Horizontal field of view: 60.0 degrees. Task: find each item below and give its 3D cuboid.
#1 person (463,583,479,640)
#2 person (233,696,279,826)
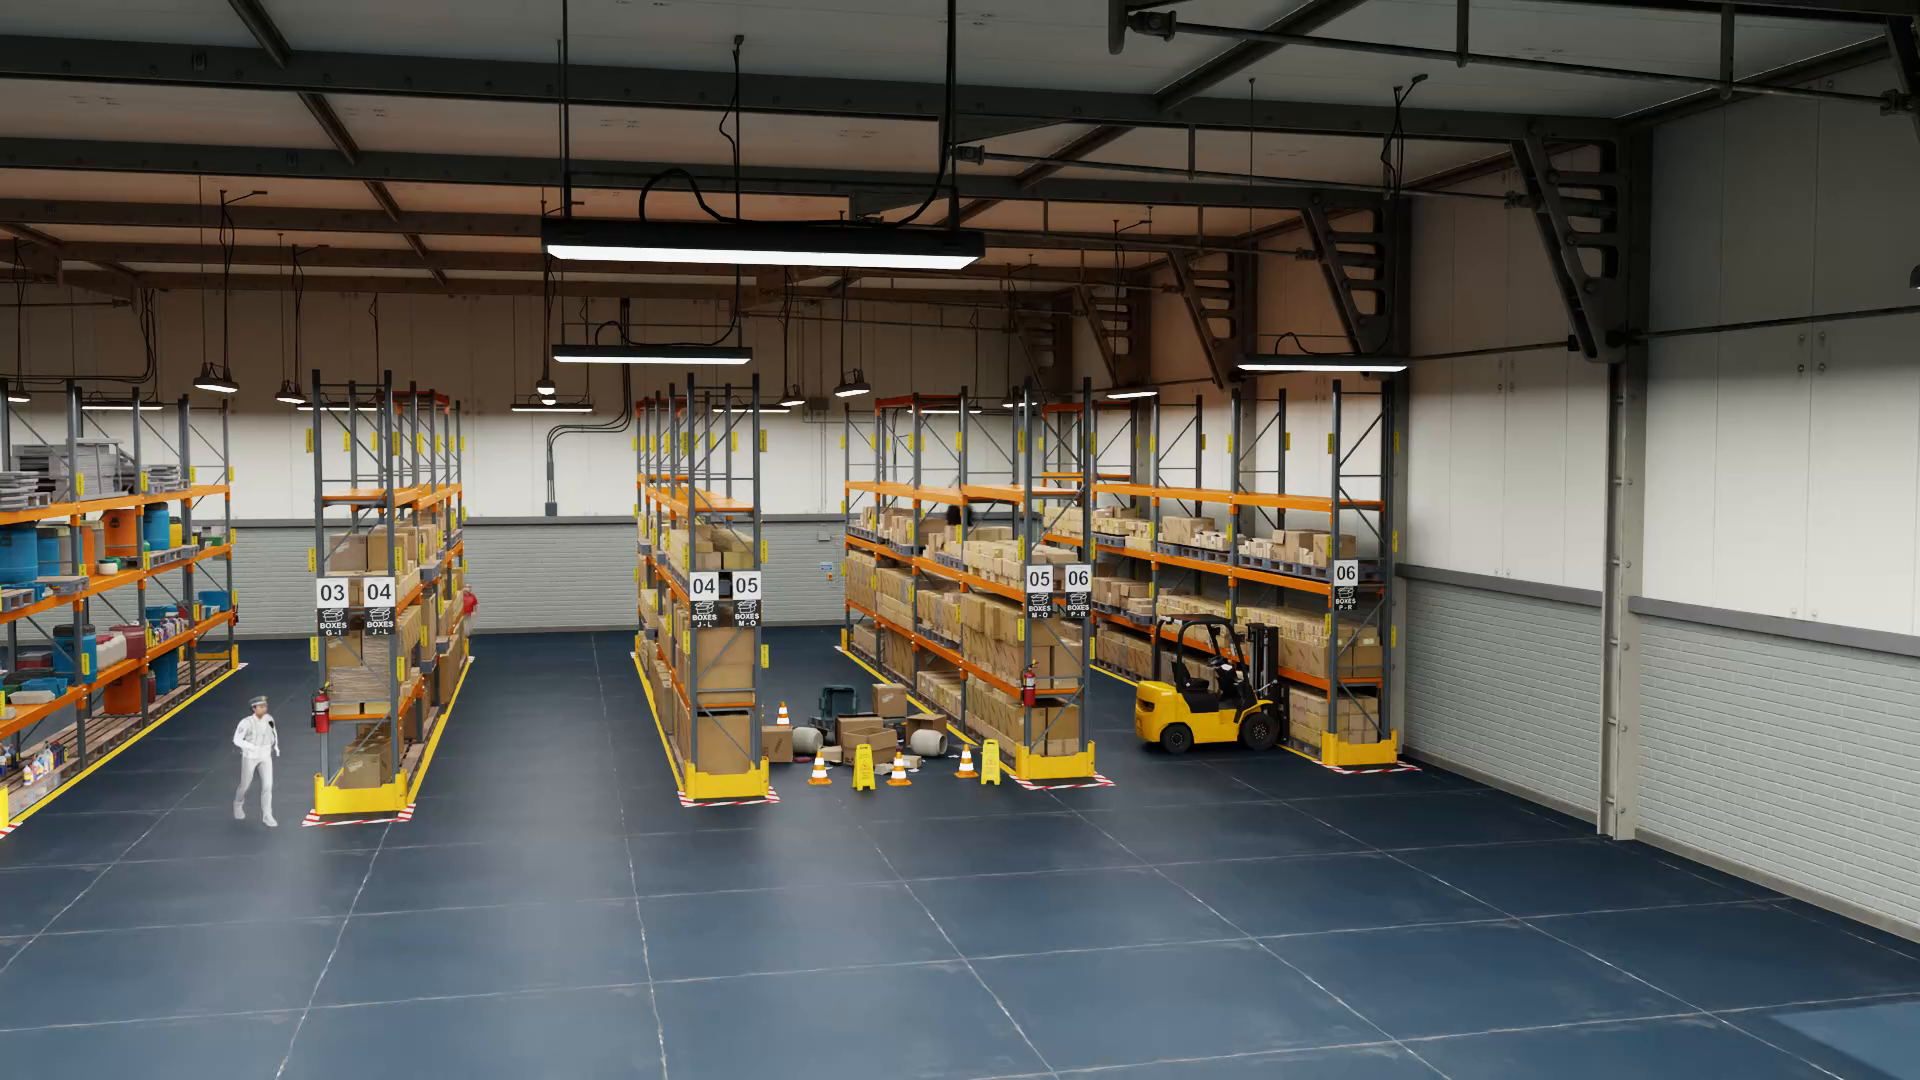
[{"bbox_3d":[-11.853,1.871,39.818,0.715,1.676,0.557,-3,4,-41],"label":"person"},{"bbox_3d":[-9.233,2.871,21.861,0.638,1.679,0.949,-3,5,-44],"label":"person"}]
